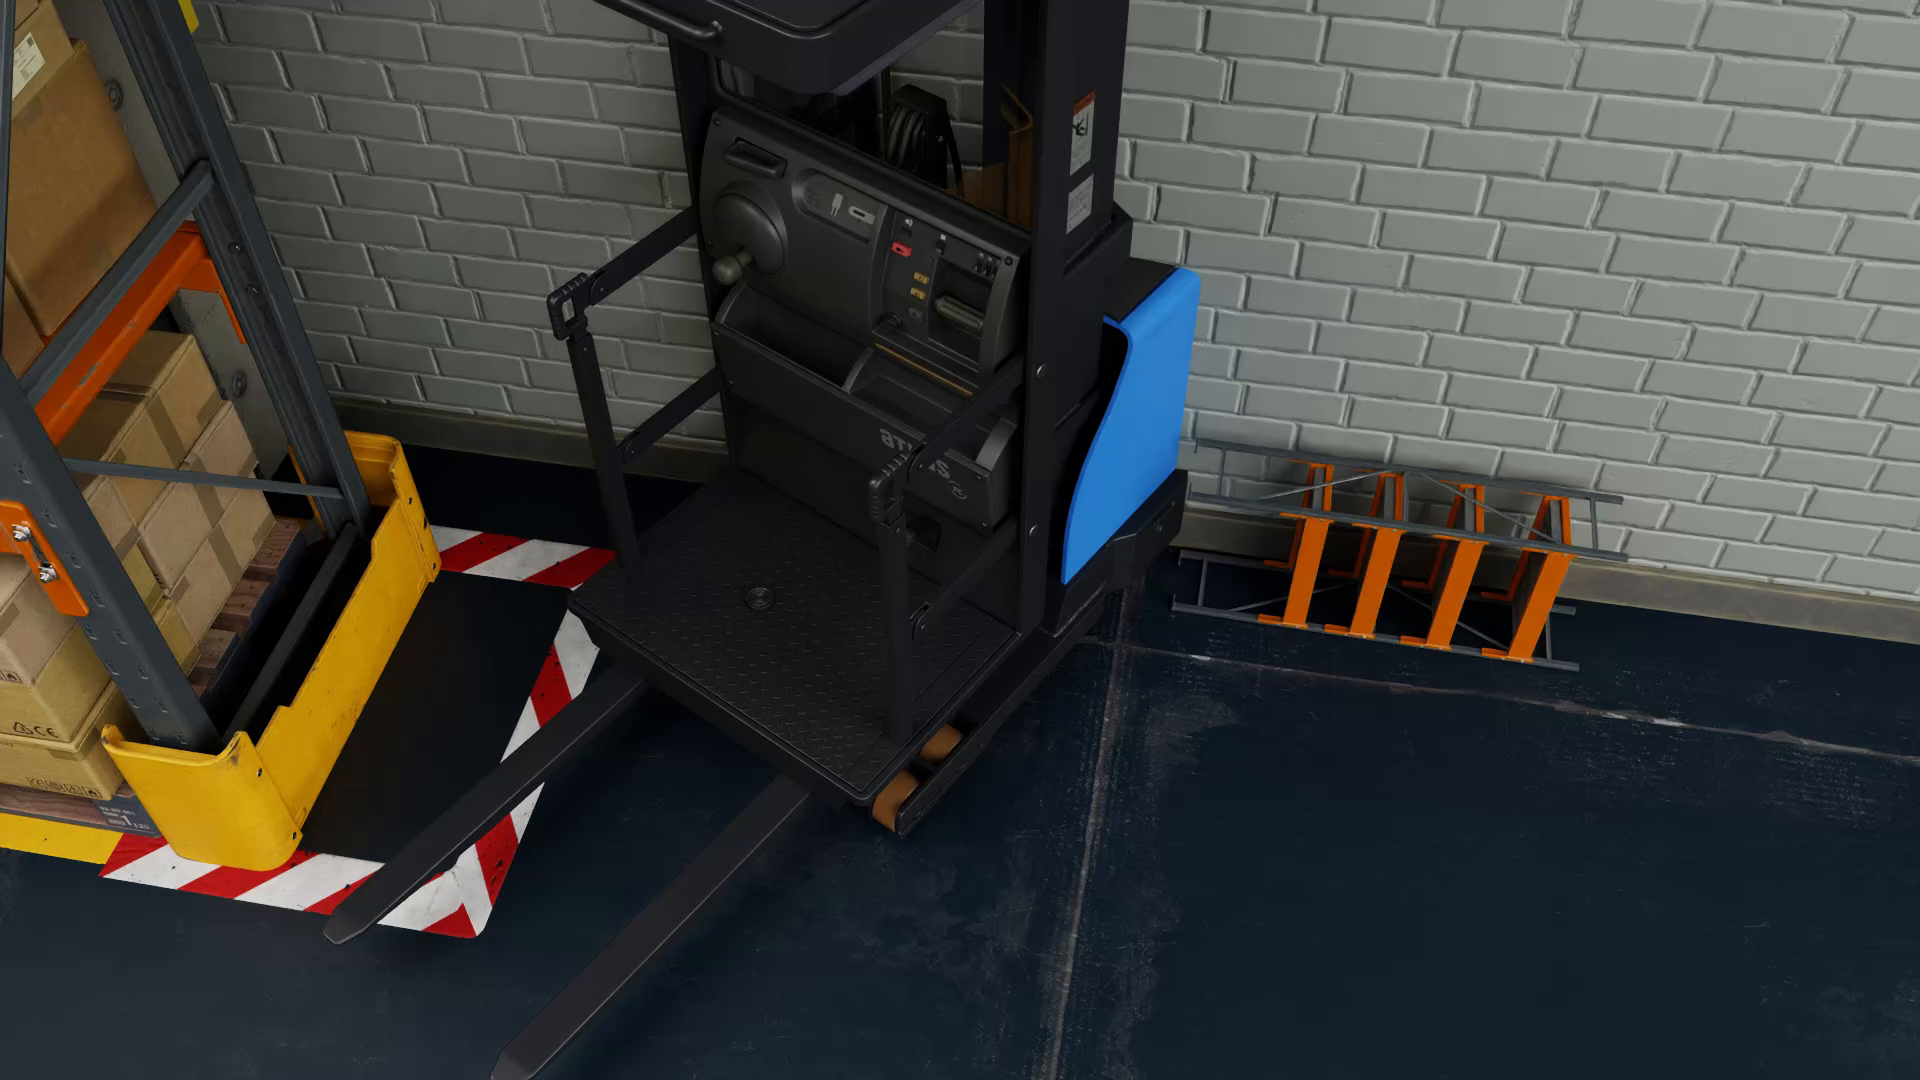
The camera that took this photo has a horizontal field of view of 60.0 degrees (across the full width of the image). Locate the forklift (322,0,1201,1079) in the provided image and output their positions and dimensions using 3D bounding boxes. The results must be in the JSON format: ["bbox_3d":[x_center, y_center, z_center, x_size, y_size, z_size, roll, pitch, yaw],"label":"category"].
[{"bbox_3d":[-0.384,-0.608,3.826,1.130,2.935,3.031,30,55,24],"label":"forklift"}]

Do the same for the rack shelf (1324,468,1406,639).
[{"bbox_3d":[1.187,0.035,4.871,0.148,0.480,0.258,8,49,8],"label":"rack shelf"}]

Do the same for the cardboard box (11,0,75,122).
[{"bbox_3d":[-2.189,-1.046,3.670,0.250,0.149,0.380,7,48,6],"label":"cardboard box"}]

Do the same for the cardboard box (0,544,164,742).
[{"bbox_3d":[-2.436,0.215,4.270,0.500,0.250,0.500,7,48,6],"label":"cardboard box"}]

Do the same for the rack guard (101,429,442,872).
[{"bbox_3d":[-1.878,0.278,4.664,0.348,0.500,1.175,8,49,7],"label":"rack guard"}]

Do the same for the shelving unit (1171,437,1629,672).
[{"bbox_3d":[1.253,0.045,4.863,1.200,0.503,0.258,8,49,8],"label":"shelving unit"}]

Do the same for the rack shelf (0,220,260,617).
[{"bbox_3d":[-3.870,-0.585,4.243,4.000,0.370,1.077,8,49,7],"label":"rack shelf"}]

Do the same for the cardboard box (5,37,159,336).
[{"bbox_3d":[-2.340,-0.863,3.942,0.500,0.500,0.500,9,49,8],"label":"cardboard box"}]

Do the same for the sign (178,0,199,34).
[{"bbox_3d":[-1.797,-1.282,3.750,0.005,0.325,0.100,8,49,7],"label":"sign"}]

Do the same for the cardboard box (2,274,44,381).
[{"bbox_3d":[-2.432,-0.467,3.586,0.500,0.500,0.500,7,48,6],"label":"cardboard box"}]

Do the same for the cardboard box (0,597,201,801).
[{"bbox_3d":[-2.420,0.387,4.452,0.500,0.250,0.500,8,49,7],"label":"cardboard box"}]

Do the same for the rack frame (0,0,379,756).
[{"bbox_3d":[-1.901,-0.561,3.738,0.127,3.000,1.000,8,49,7],"label":"rack frame"}]

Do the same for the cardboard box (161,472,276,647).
[{"bbox_3d":[-2.350,0.010,4.791,0.500,0.250,0.500,8,49,7],"label":"cardboard box"}]

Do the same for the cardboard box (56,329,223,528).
[{"bbox_3d":[-2.341,-0.319,4.414,0.500,0.250,0.500,7,48,6],"label":"cardboard box"}]

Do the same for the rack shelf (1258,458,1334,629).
[{"bbox_3d":[0.992,0.006,4.897,0.148,0.480,0.258,8,49,8],"label":"rack shelf"}]

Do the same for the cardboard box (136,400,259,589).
[{"bbox_3d":[-2.327,-0.164,4.611,0.500,0.250,0.500,8,49,8],"label":"cardboard box"}]

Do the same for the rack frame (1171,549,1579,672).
[{"bbox_3d":[1.253,0.208,5.044,1.200,0.015,0.240,8,49,8],"label":"rack frame"}]

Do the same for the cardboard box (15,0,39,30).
[{"bbox_3d":[-2.194,-1.111,3.529,0.250,0.149,0.380,7,48,6],"label":"cardboard box"}]

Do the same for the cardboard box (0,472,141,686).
[{"bbox_3d":[-2.410,0.051,4.082,0.500,0.250,0.500,9,49,8],"label":"cardboard box"}]

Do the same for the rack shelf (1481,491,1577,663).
[{"bbox_3d":[1.638,0.102,4.811,0.148,0.480,0.258,8,49,8],"label":"rack shelf"}]

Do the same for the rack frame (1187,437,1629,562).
[{"bbox_3d":[1.253,-0.118,4.681,1.200,0.015,0.240,8,49,8],"label":"rack frame"}]

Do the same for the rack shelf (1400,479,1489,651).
[{"bbox_3d":[1.406,0.068,4.842,0.148,0.480,0.258,8,49,8],"label":"rack shelf"}]

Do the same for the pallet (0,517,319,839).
[{"bbox_3d":[-2.661,0.300,4.838,1.213,0.211,1.003,8,49,7],"label":"pallet"}]
